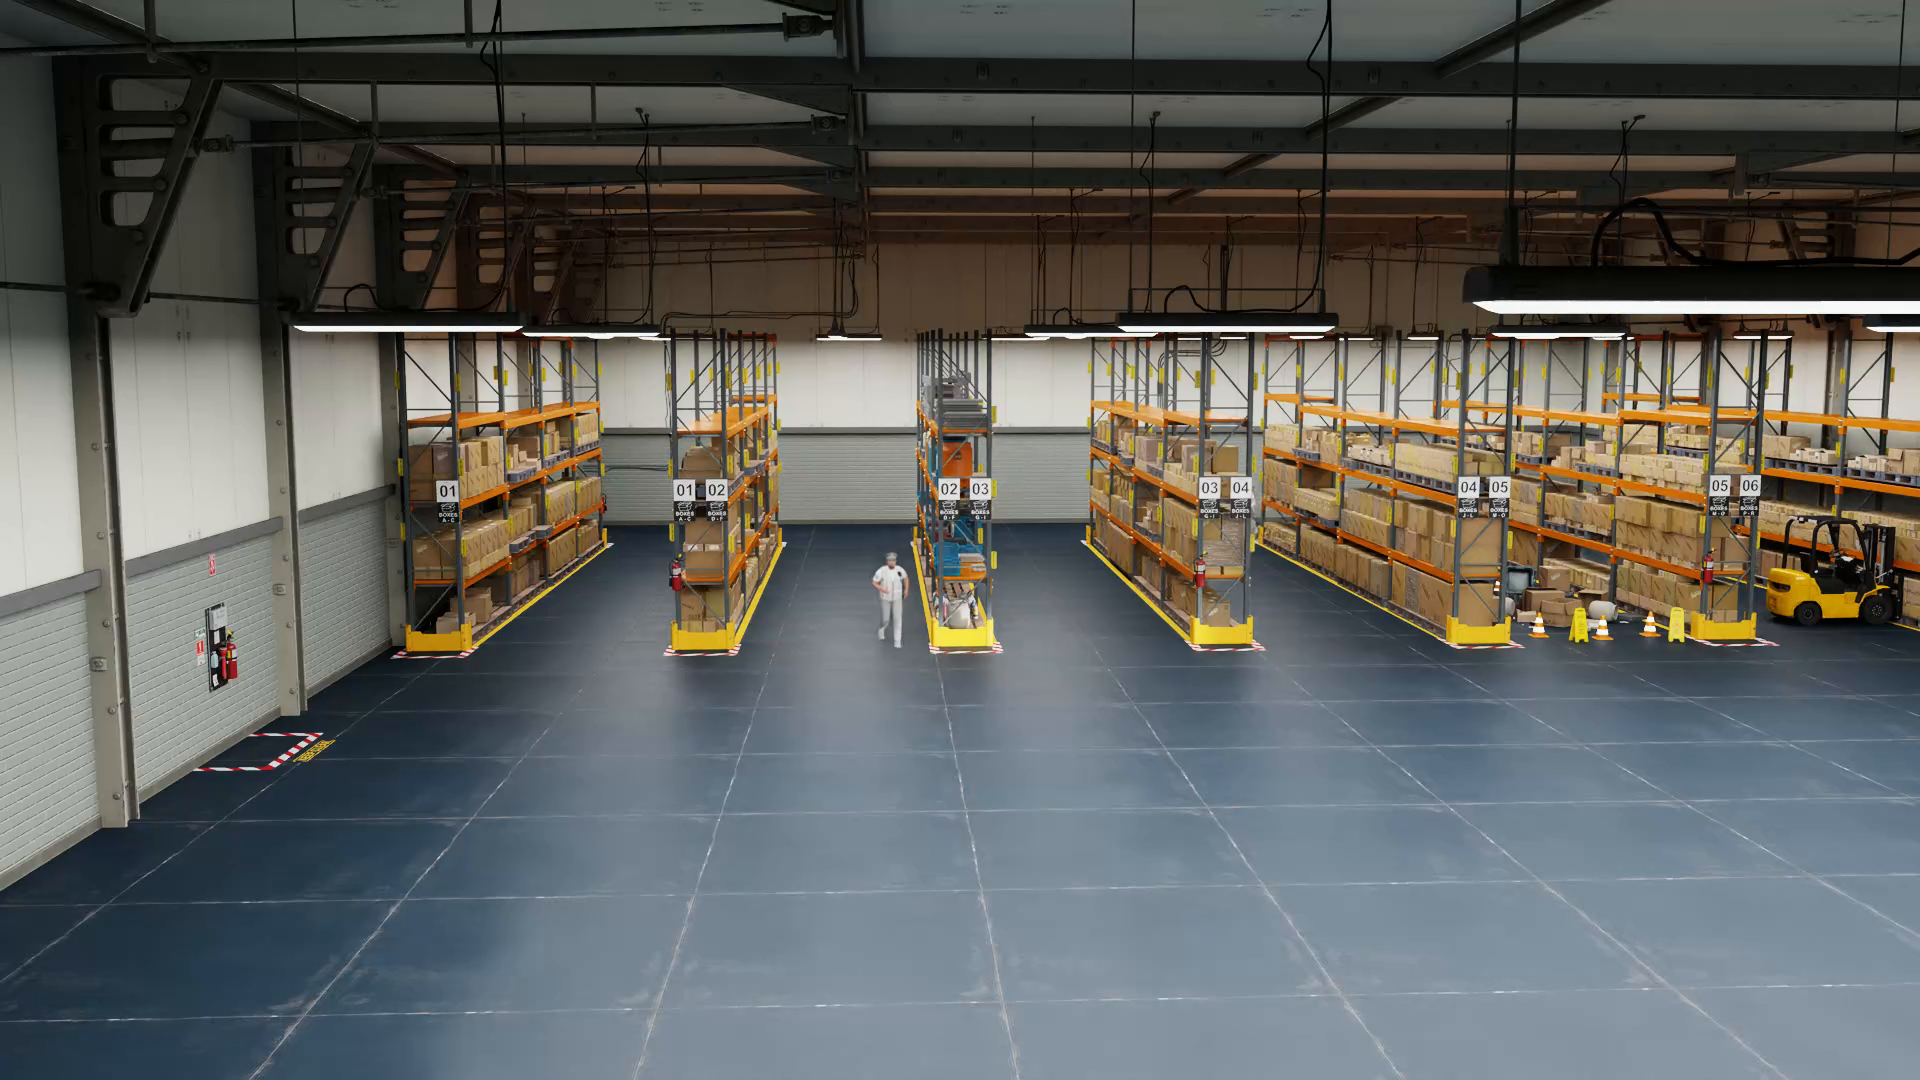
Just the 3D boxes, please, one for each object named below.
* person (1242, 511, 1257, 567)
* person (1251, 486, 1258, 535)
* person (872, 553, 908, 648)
[{"bbox_3d":[7.254,0.016,41.883,0.518,1.554,0.526,-1,7,-10],"label":"person"},{"bbox_3d":[8.572,-0.831,49.021,0.737,1.646,0.696,-1,7,-10],"label":"person"},{"bbox_3d":[-1.316,1.122,31.726,0.716,1.807,0.907,-2,7,-13],"label":"person"}]
